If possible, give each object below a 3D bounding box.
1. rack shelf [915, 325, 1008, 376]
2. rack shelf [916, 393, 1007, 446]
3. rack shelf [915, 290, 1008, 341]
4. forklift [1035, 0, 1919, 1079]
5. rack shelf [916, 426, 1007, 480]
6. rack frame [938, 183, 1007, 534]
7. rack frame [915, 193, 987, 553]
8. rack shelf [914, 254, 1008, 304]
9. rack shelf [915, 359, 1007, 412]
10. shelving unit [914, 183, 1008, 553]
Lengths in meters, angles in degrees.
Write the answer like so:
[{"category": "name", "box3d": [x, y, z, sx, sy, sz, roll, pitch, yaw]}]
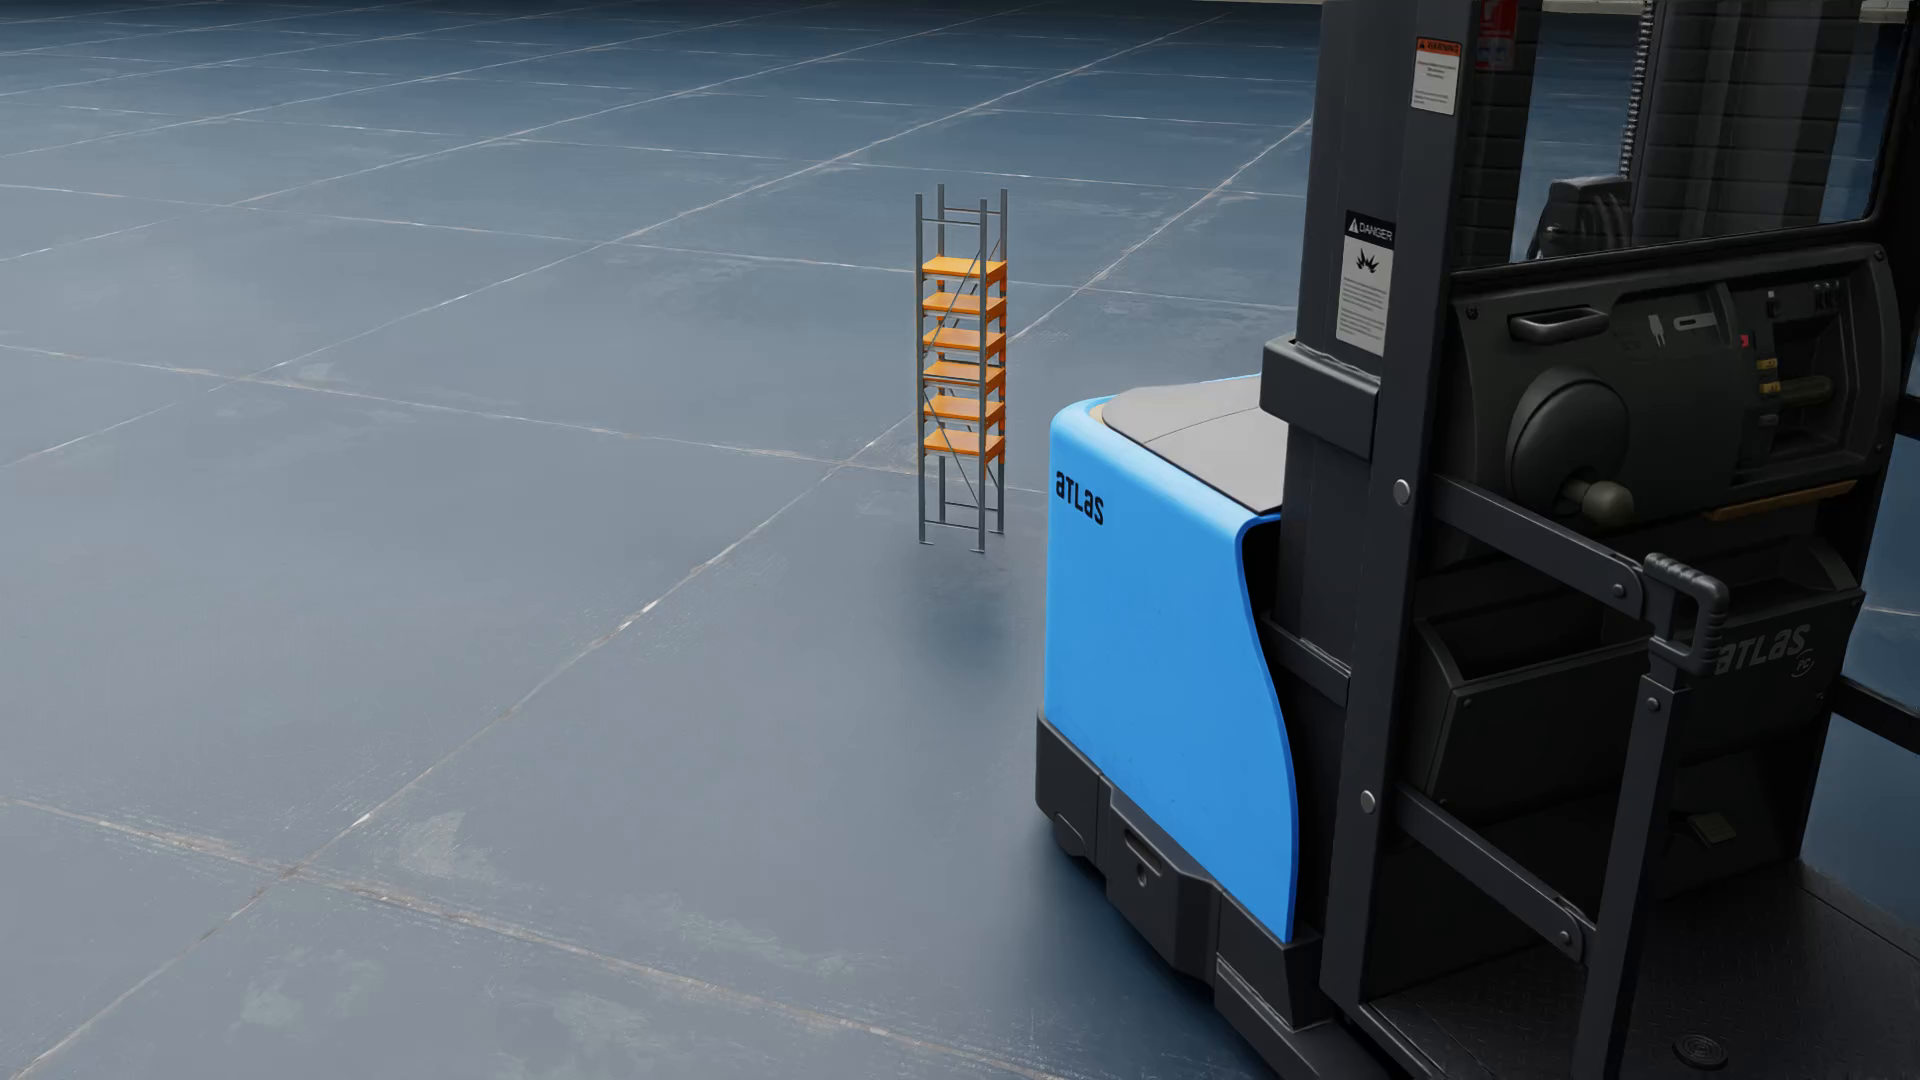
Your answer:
[{"category": "rack shelf", "box3d": [0.005, -0.629, 5.502, 0.258, 0.103, 0.180, 9, 24, 20]}, {"category": "rack shelf", "box3d": [0.005, -0.407, 5.595, 0.258, 0.103, 0.180, 9, 24, 20]}, {"category": "rack shelf", "box3d": [0.005, -0.739, 5.456, 0.258, 0.103, 0.180, 9, 24, 20]}, {"category": "forklift", "box3d": [1.265, -0.231, 2.501, 1.130, 2.935, 3.031, -10, 25, -23]}, {"category": "rack shelf", "box3d": [0.005, -0.296, 5.641, 0.258, 0.103, 0.180, 9, 24, 20]}, {"category": "rack frame", "box3d": [0.039, -0.592, 5.610, 0.240, 1.200, 0.006, 9, 24, 20]}, {"category": "rack frame", "box3d": [-0.029, -0.526, 5.453, 0.240, 1.200, 0.006, 9, 24, 20]}, {"category": "rack shelf", "box3d": [0.005, -0.850, 5.410, 0.258, 0.103, 0.180, 9, 24, 20]}, {"category": "rack shelf", "box3d": [0.005, -0.518, 5.548, 0.258, 0.103, 0.180, 9, 24, 20]}, {"category": "shelving unit", "box3d": [0.005, -0.559, 5.531, 0.258, 1.200, 0.189, 9, 24, 20]}]
